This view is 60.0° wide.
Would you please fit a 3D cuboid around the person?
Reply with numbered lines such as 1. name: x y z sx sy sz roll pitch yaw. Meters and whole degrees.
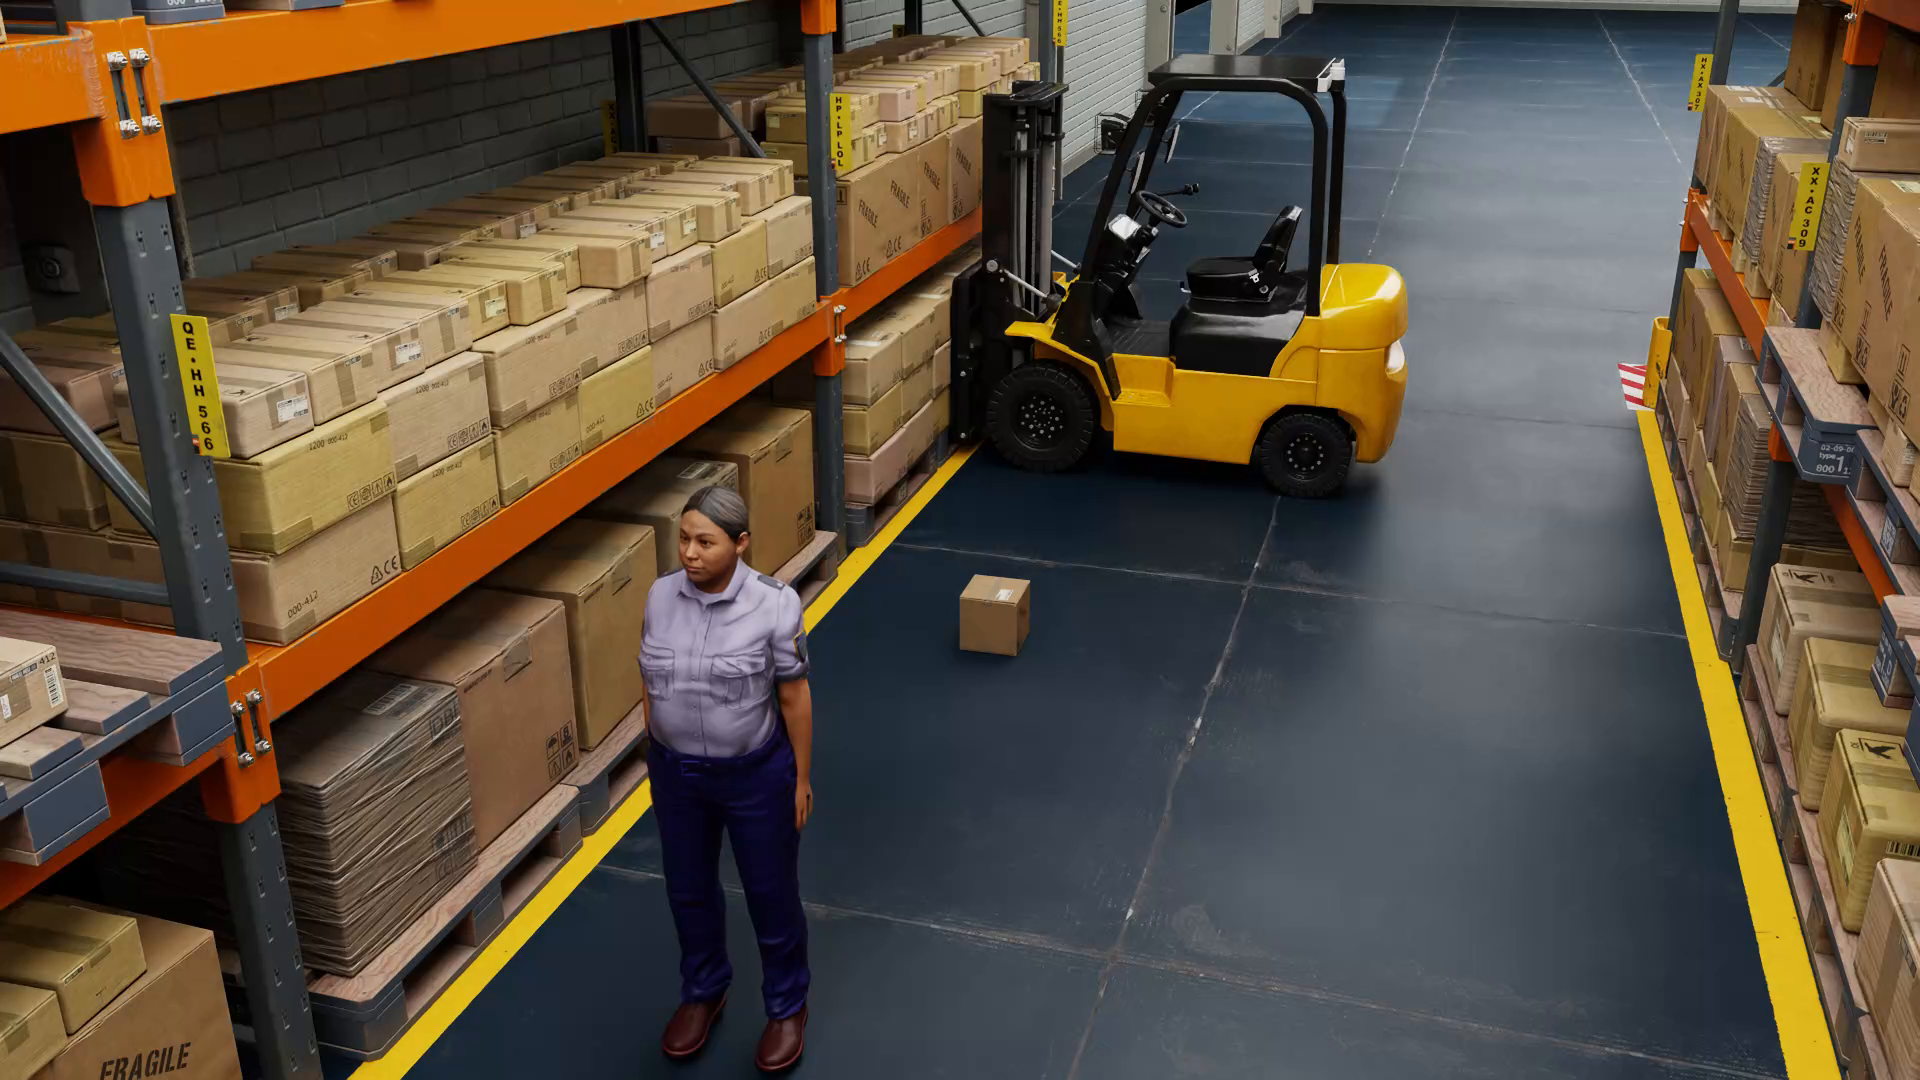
1. person: -0.640 0.644 4.479 0.473 1.650 0.354 5 23 13
